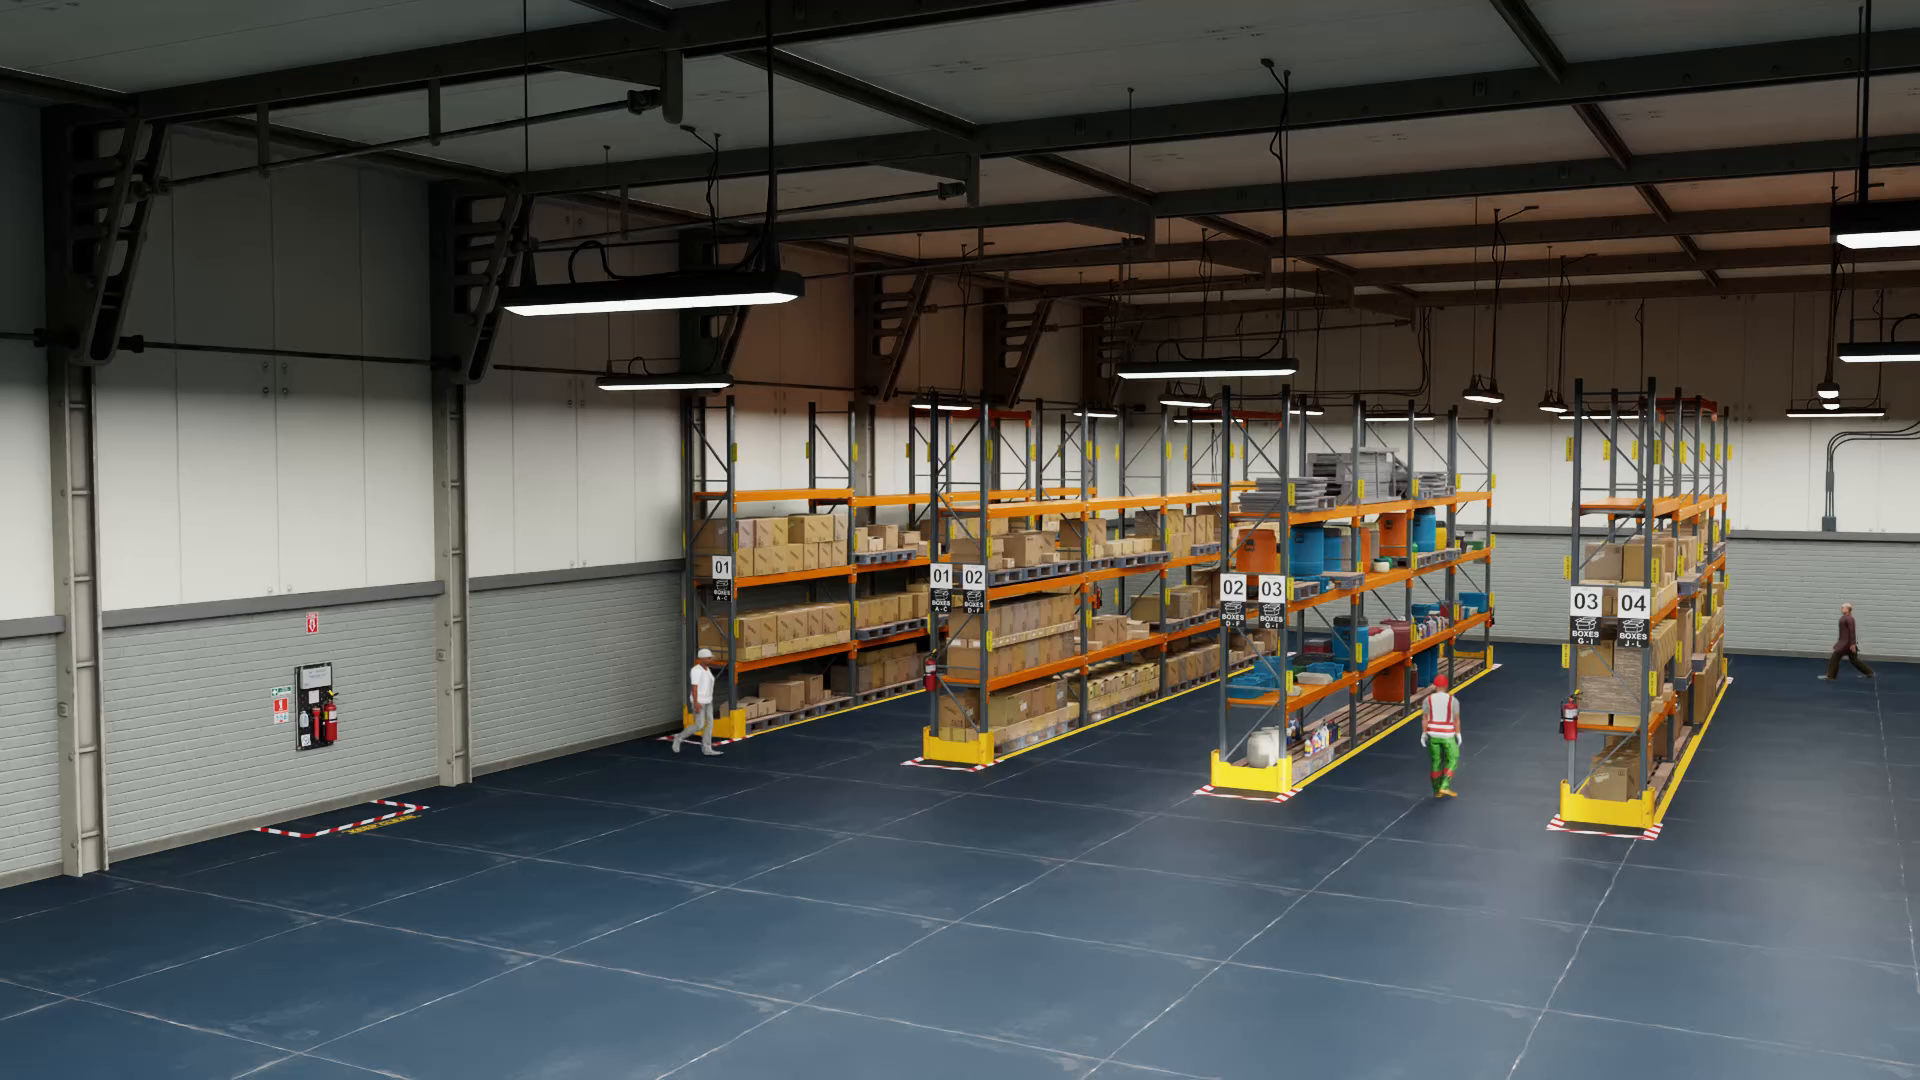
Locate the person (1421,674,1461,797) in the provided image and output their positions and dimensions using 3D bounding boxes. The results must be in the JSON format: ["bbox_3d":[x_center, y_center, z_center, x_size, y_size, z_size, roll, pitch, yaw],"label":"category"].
[{"bbox_3d":[6.968,2.844,24.119,0.551,1.790,0.543,2,4,32],"label":"person"}]

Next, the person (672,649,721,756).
[{"bbox_3d":[-4.321,2.677,27.439,0.778,1.757,0.629,1,3,12],"label":"person"}]

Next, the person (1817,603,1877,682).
[{"bbox_3d":[19.273,2.229,36.088,1.144,1.732,0.560,2,3,28],"label":"person"}]
